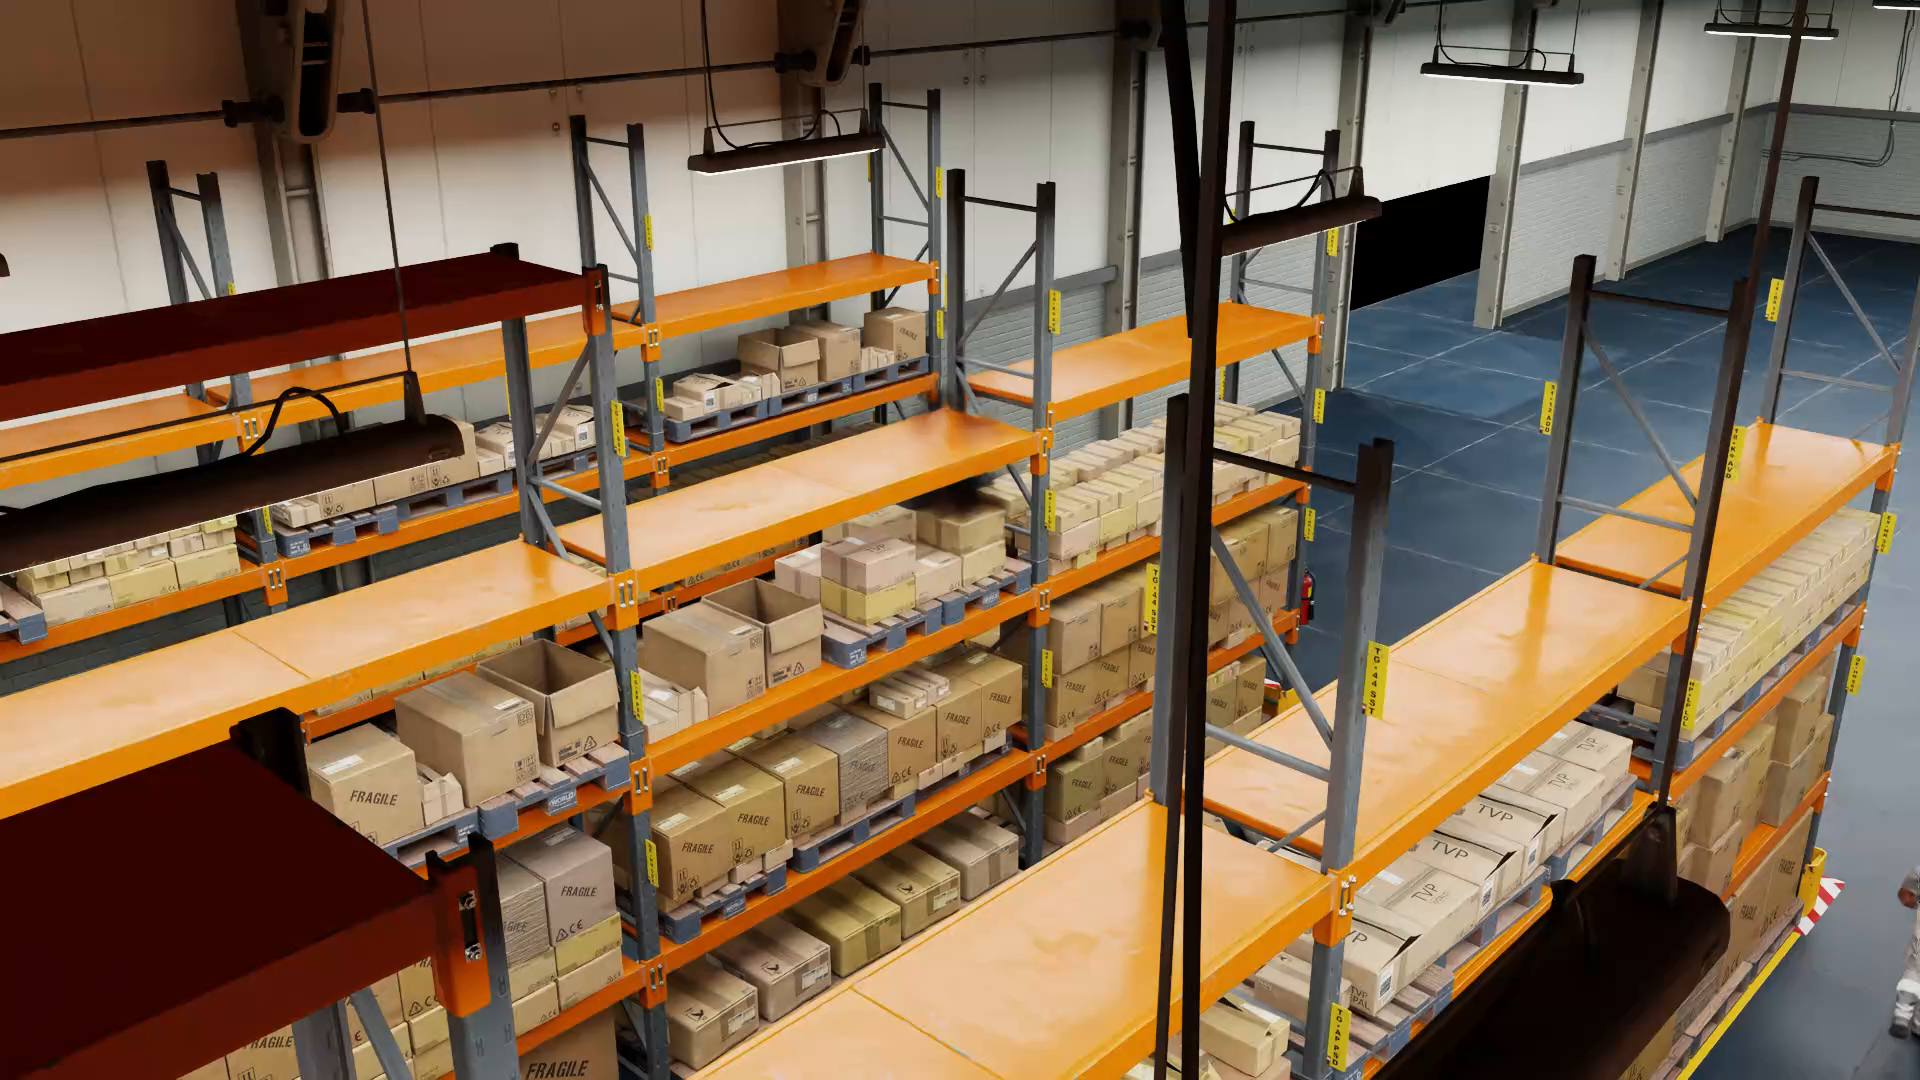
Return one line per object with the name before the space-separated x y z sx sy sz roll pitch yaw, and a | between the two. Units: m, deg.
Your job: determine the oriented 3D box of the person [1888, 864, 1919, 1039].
person | 7.135 2.914 12.079 0.683 1.759 0.695 16 26 36
